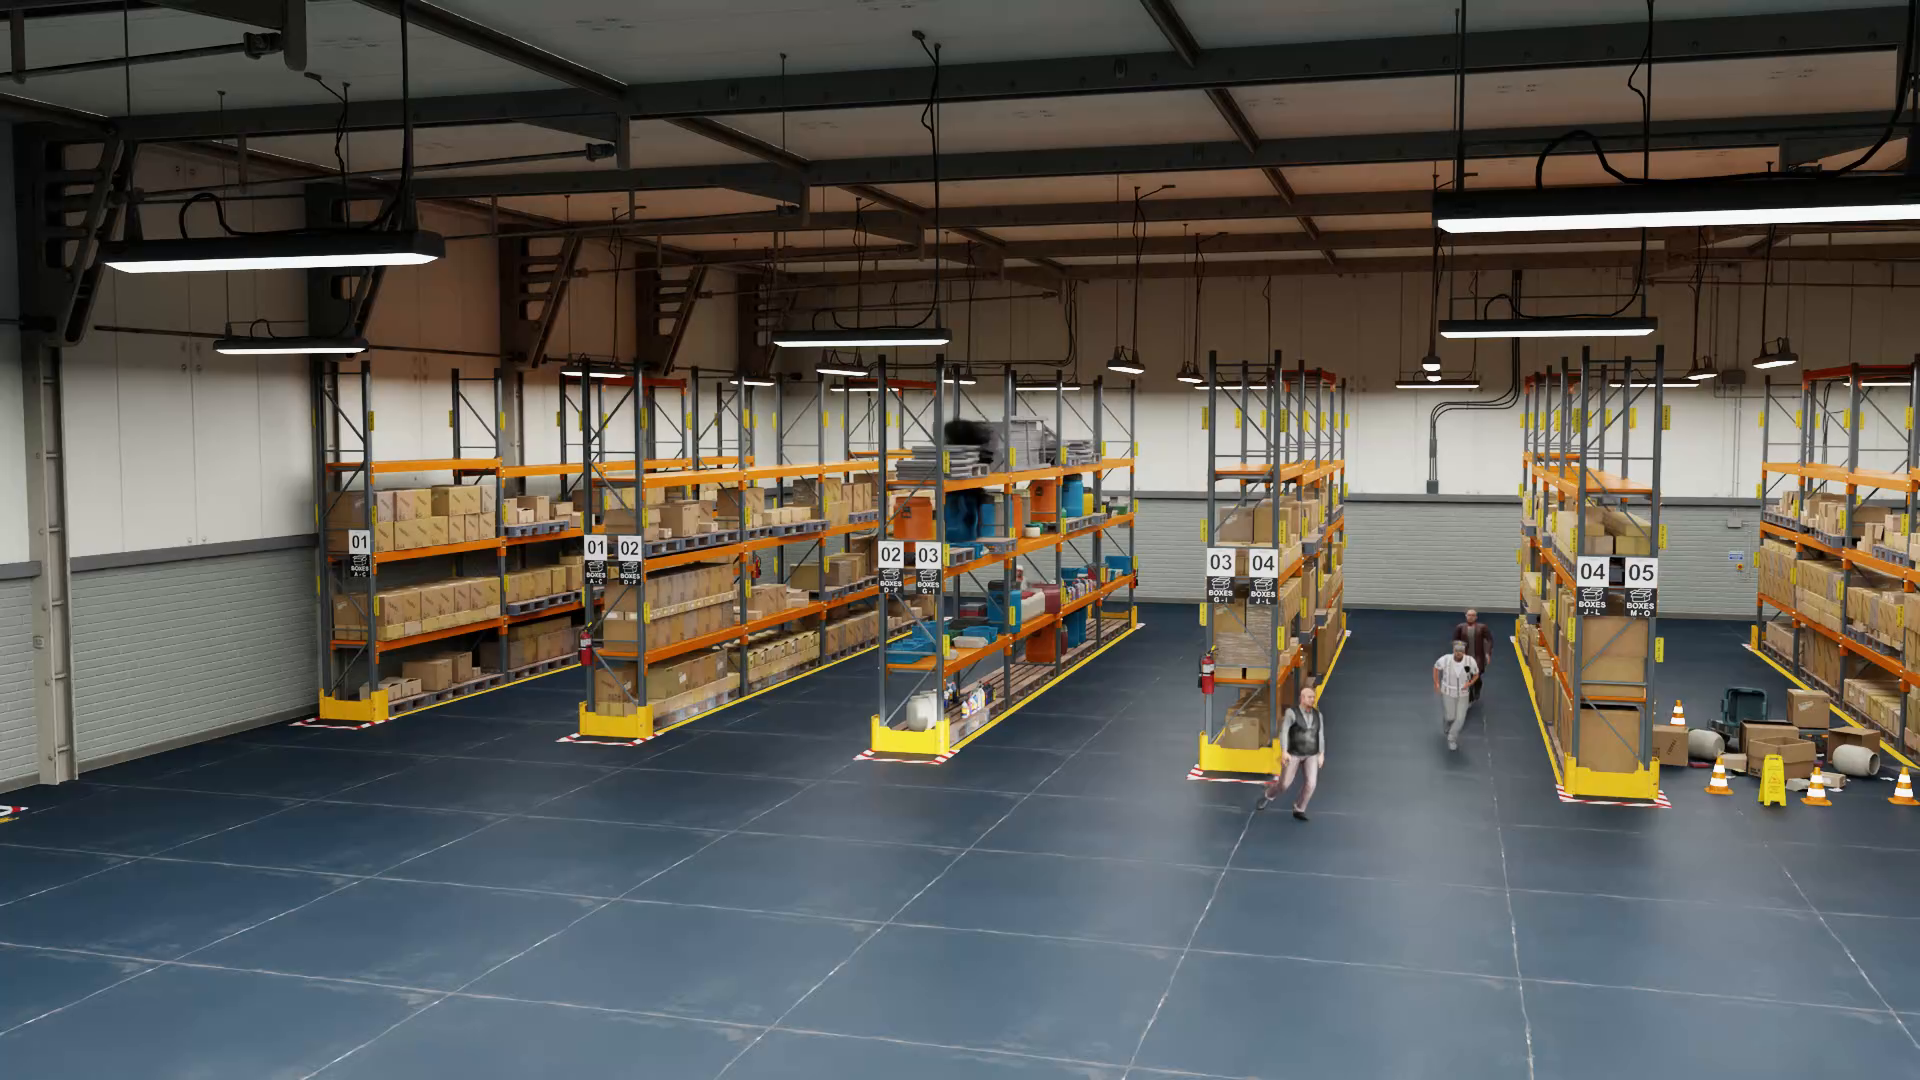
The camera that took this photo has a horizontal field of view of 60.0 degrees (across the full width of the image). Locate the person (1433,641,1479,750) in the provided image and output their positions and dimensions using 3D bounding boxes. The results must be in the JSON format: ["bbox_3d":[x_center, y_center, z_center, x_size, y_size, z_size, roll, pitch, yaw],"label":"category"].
[{"bbox_3d":[7.594,2.355,25.469,0.640,1.707,0.761,0,4,3],"label":"person"}]

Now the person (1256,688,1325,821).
[{"bbox_3d":[4.171,2.670,20.895,0.802,1.657,0.582,-1,4,-12],"label":"person"}]

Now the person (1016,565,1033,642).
[{"bbox_3d":[1.369,1.430,38.068,0.675,1.735,0.676,0,4,5],"label":"person"}]

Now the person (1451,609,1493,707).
[{"bbox_3d":[8.961,2.066,29.121,0.700,1.724,0.663,2,4,20],"label":"person"}]

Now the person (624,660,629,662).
[{"bbox_3d":[-6.577,1.780,33.065,0.659,1.727,0.643,1,4,8],"label":"person"}]
